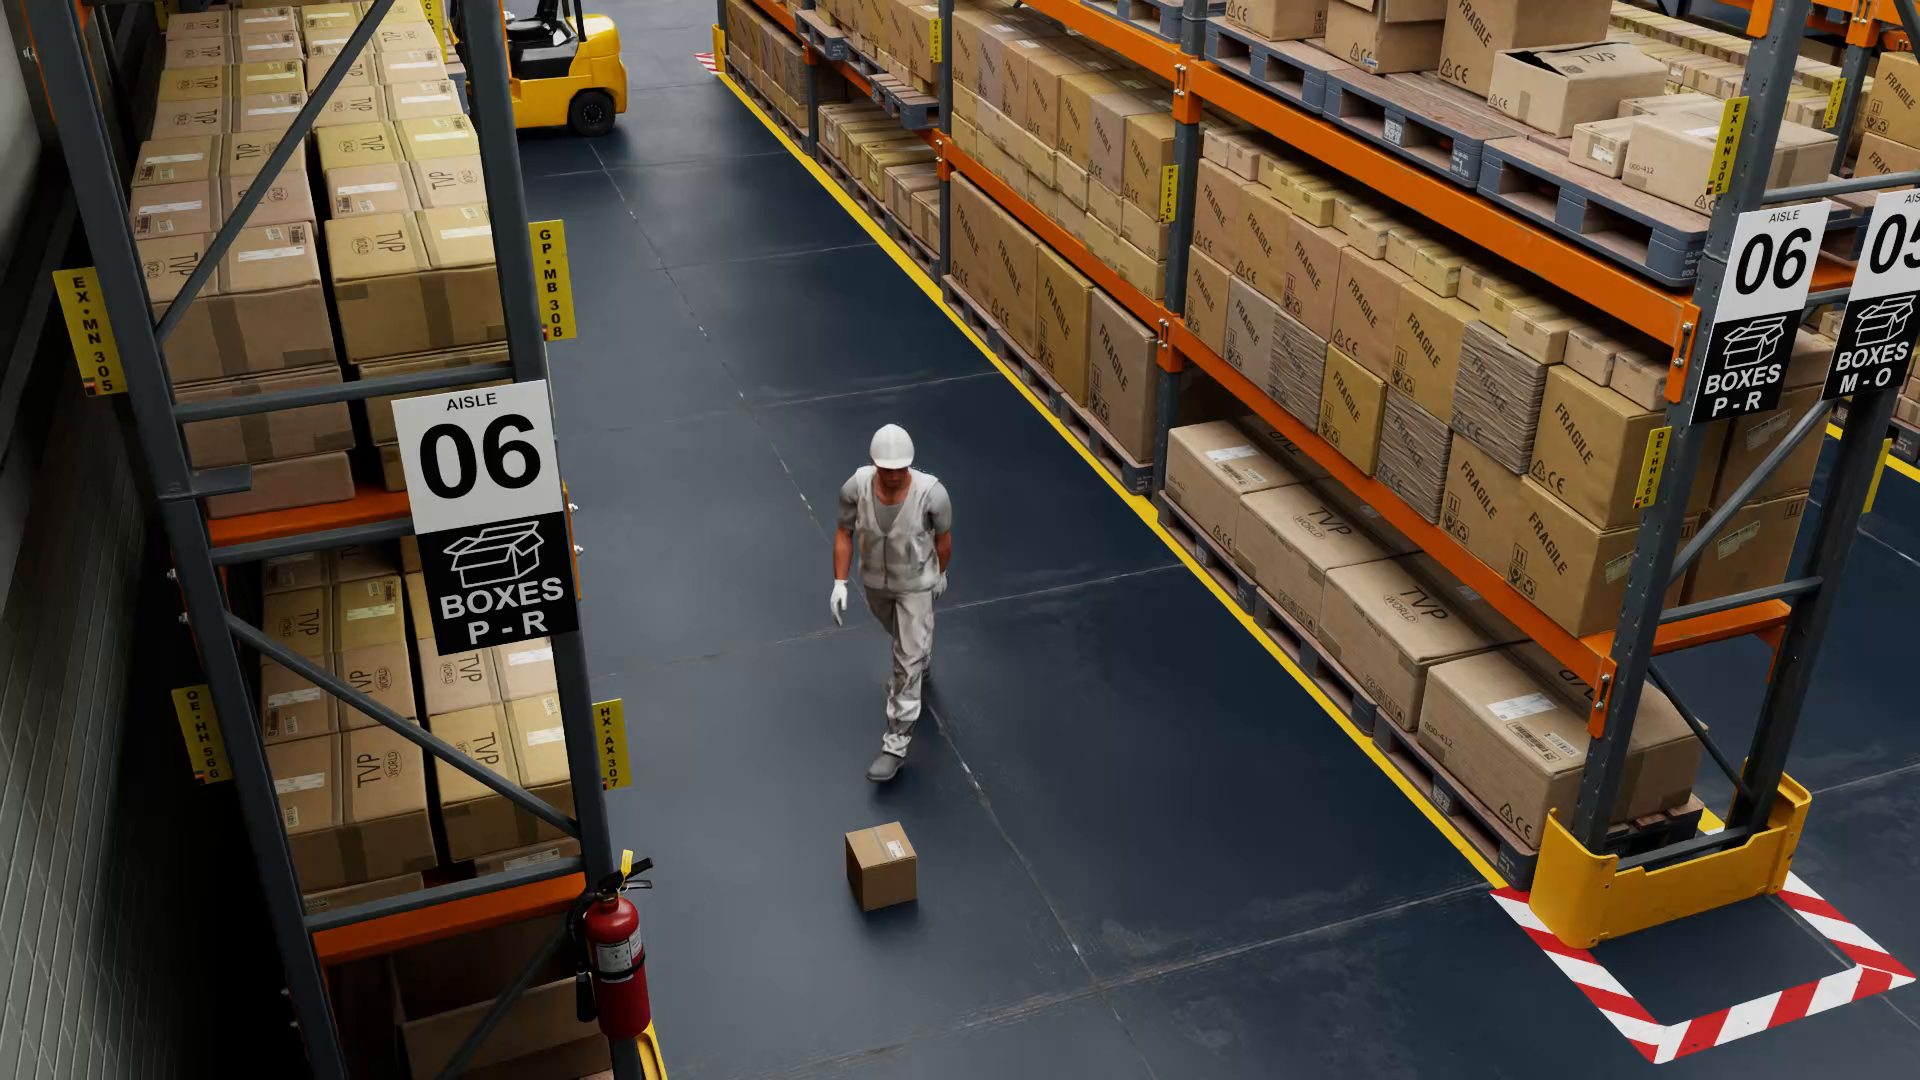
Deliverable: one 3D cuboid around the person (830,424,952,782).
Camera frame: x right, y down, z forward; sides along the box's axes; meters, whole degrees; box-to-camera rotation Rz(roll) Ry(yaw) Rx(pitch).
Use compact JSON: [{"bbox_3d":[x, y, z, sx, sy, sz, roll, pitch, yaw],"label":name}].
[{"bbox_3d":[-0.327,0.212,7.962,0.526,1.724,1.045,12,32,20],"label":"person"}]
